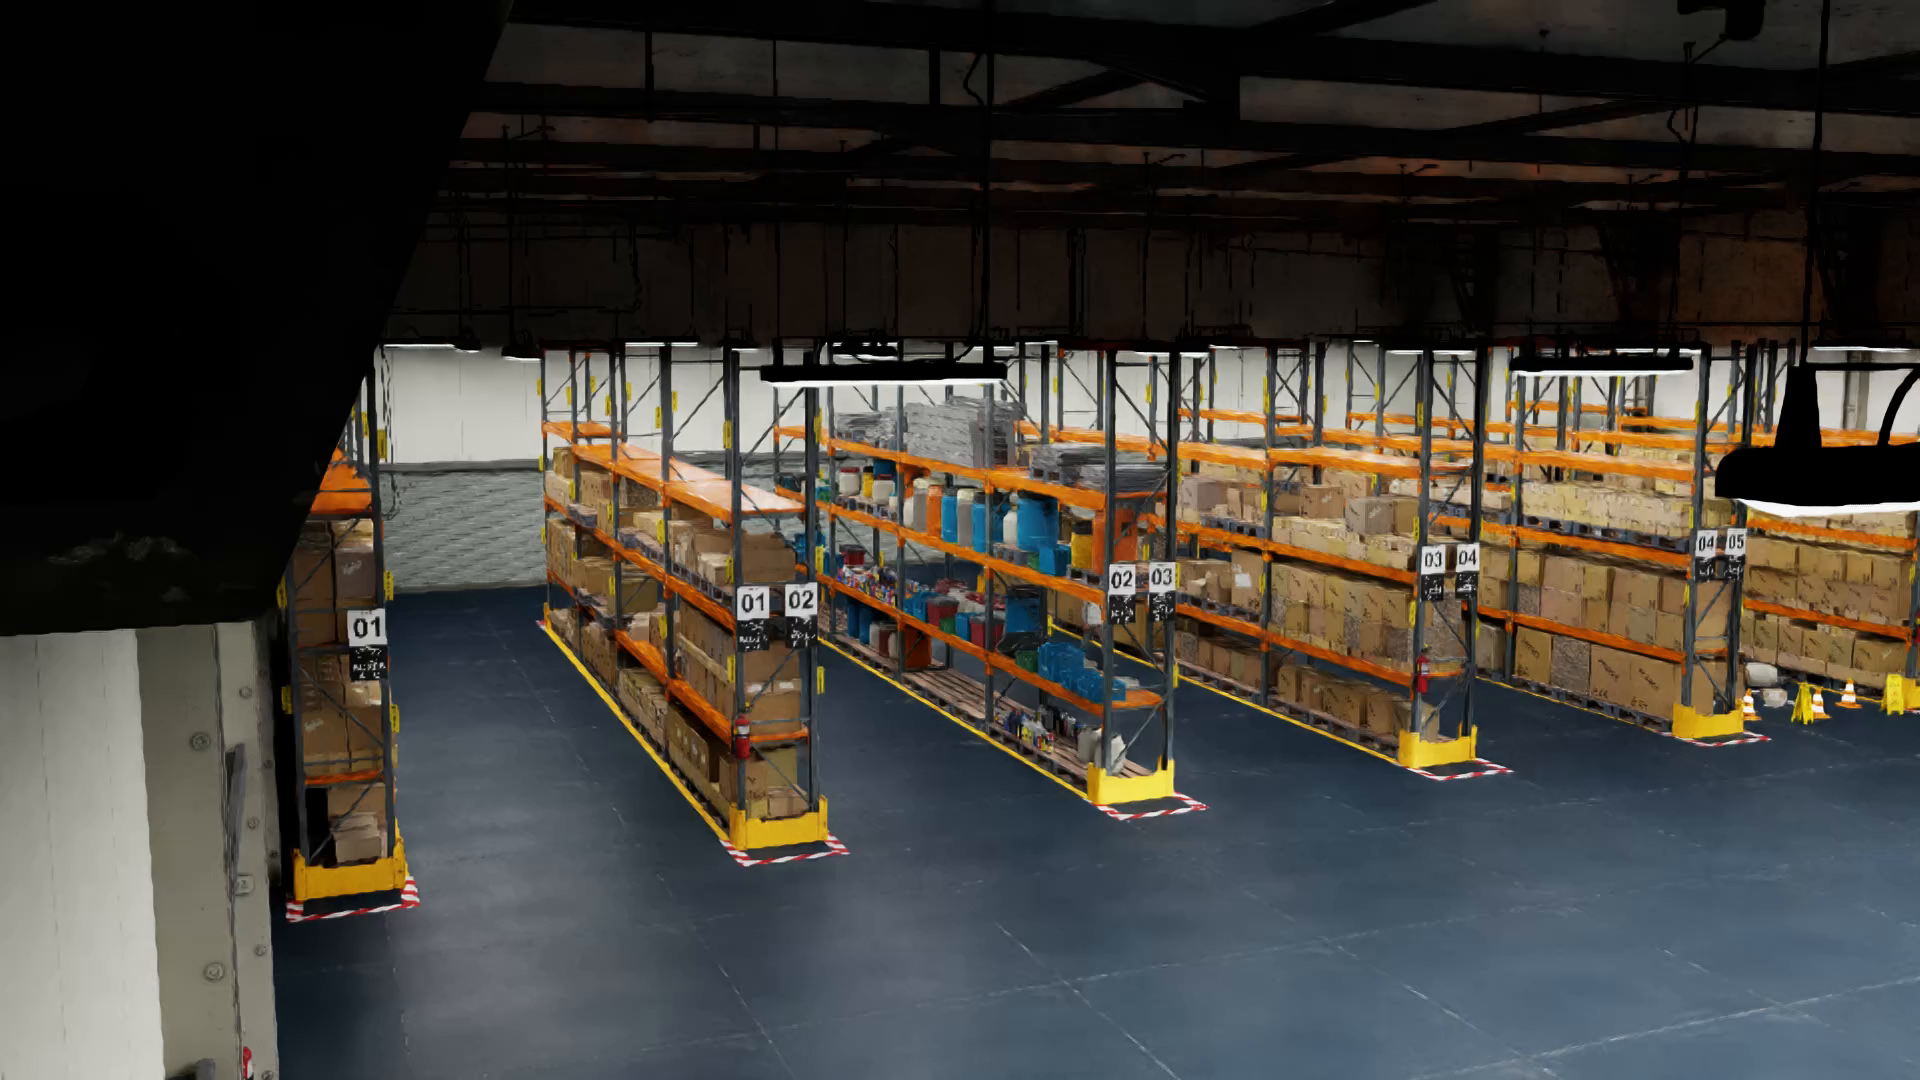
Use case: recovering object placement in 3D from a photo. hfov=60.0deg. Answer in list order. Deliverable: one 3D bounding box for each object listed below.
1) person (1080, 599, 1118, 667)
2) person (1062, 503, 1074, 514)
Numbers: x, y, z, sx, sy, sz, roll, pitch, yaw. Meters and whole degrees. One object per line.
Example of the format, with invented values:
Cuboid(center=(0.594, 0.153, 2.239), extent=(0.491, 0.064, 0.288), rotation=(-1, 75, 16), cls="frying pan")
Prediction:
Cuboid(center=(2.507, 1.489, 30.732), extent=(0.543, 1.698, 1.115), rotation=(-3, 8, -19), cls="person")
Cuboid(center=(2.813, -0.266, 44.235), extent=(0.637, 1.725, 0.497), rotation=(5, 9, 32), cls="person")
